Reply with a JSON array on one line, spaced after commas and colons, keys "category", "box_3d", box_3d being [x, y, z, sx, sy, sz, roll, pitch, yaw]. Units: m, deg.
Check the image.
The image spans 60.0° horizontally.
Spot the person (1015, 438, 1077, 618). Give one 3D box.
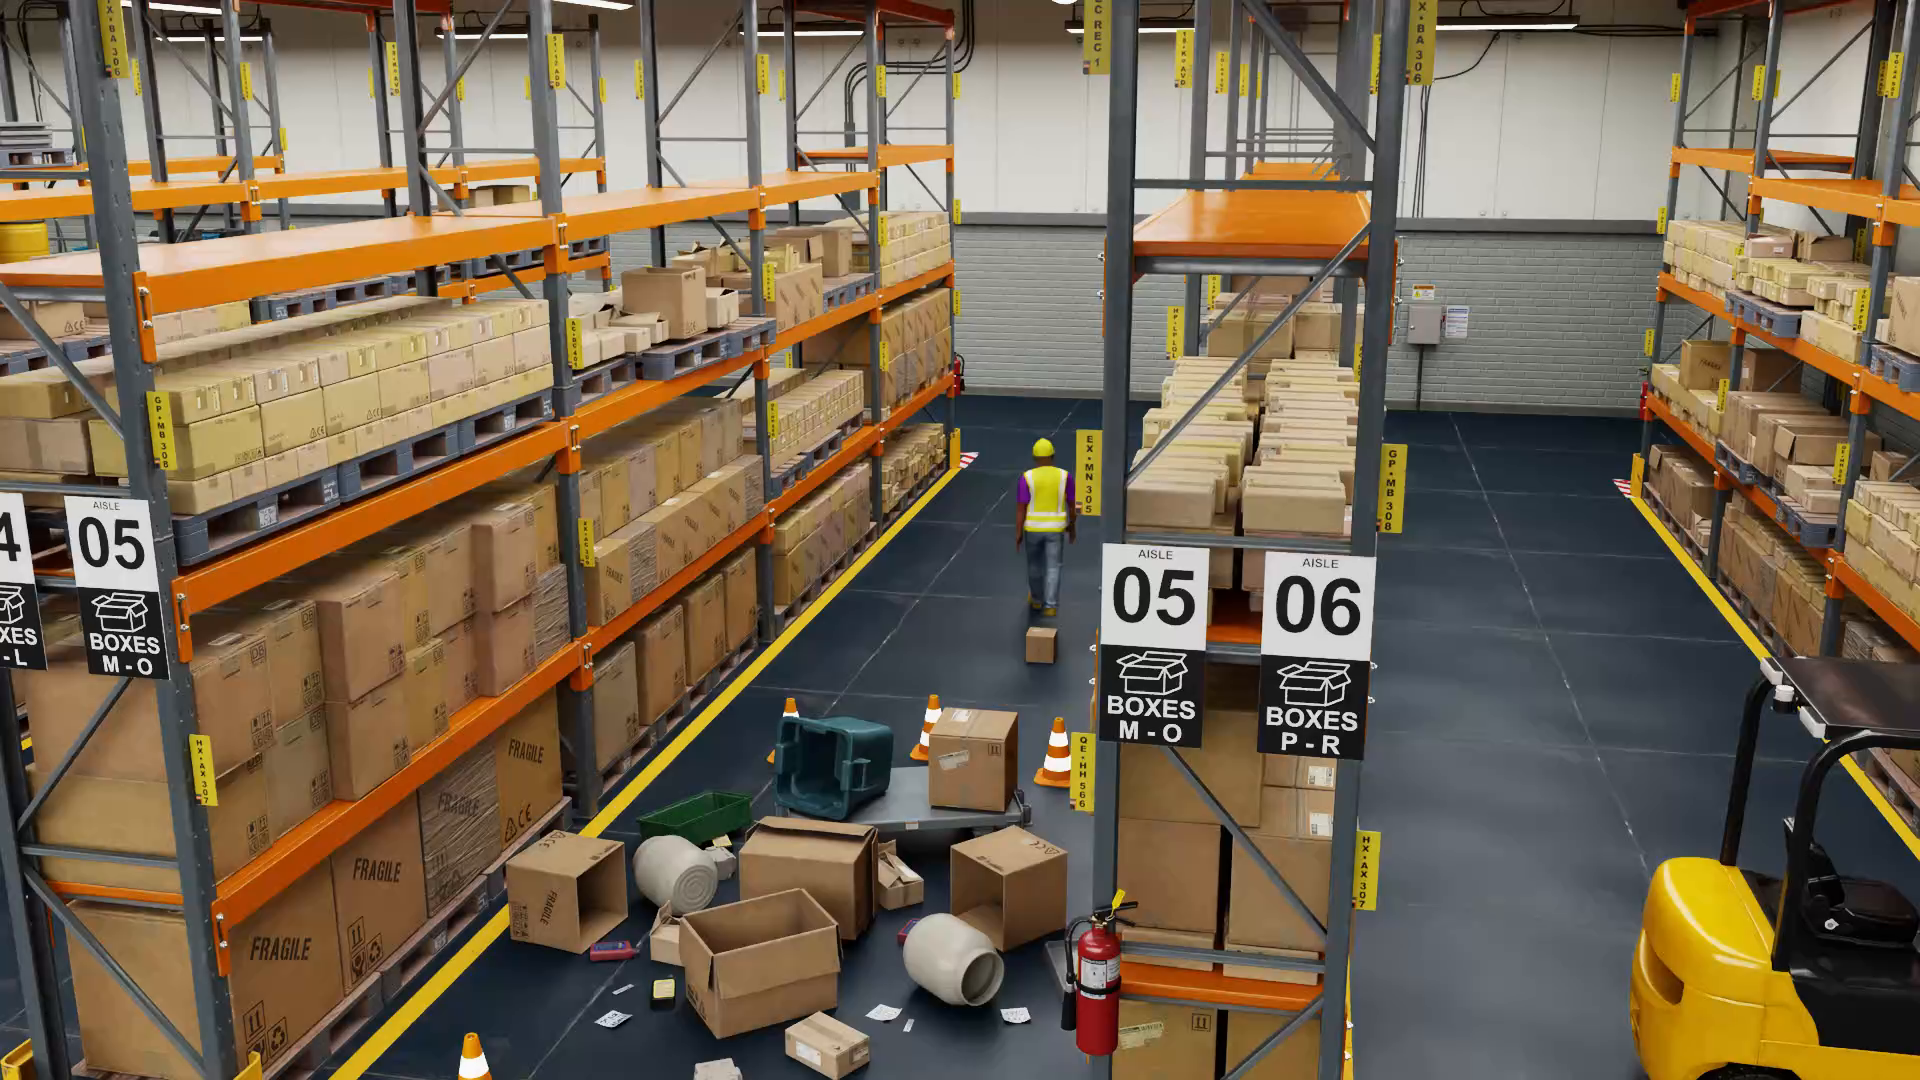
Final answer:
[{"category": "person", "box_3d": [0.823, -0.101, 15.886, 0.594, 1.729, 1.025, 0, 15, 1]}]
